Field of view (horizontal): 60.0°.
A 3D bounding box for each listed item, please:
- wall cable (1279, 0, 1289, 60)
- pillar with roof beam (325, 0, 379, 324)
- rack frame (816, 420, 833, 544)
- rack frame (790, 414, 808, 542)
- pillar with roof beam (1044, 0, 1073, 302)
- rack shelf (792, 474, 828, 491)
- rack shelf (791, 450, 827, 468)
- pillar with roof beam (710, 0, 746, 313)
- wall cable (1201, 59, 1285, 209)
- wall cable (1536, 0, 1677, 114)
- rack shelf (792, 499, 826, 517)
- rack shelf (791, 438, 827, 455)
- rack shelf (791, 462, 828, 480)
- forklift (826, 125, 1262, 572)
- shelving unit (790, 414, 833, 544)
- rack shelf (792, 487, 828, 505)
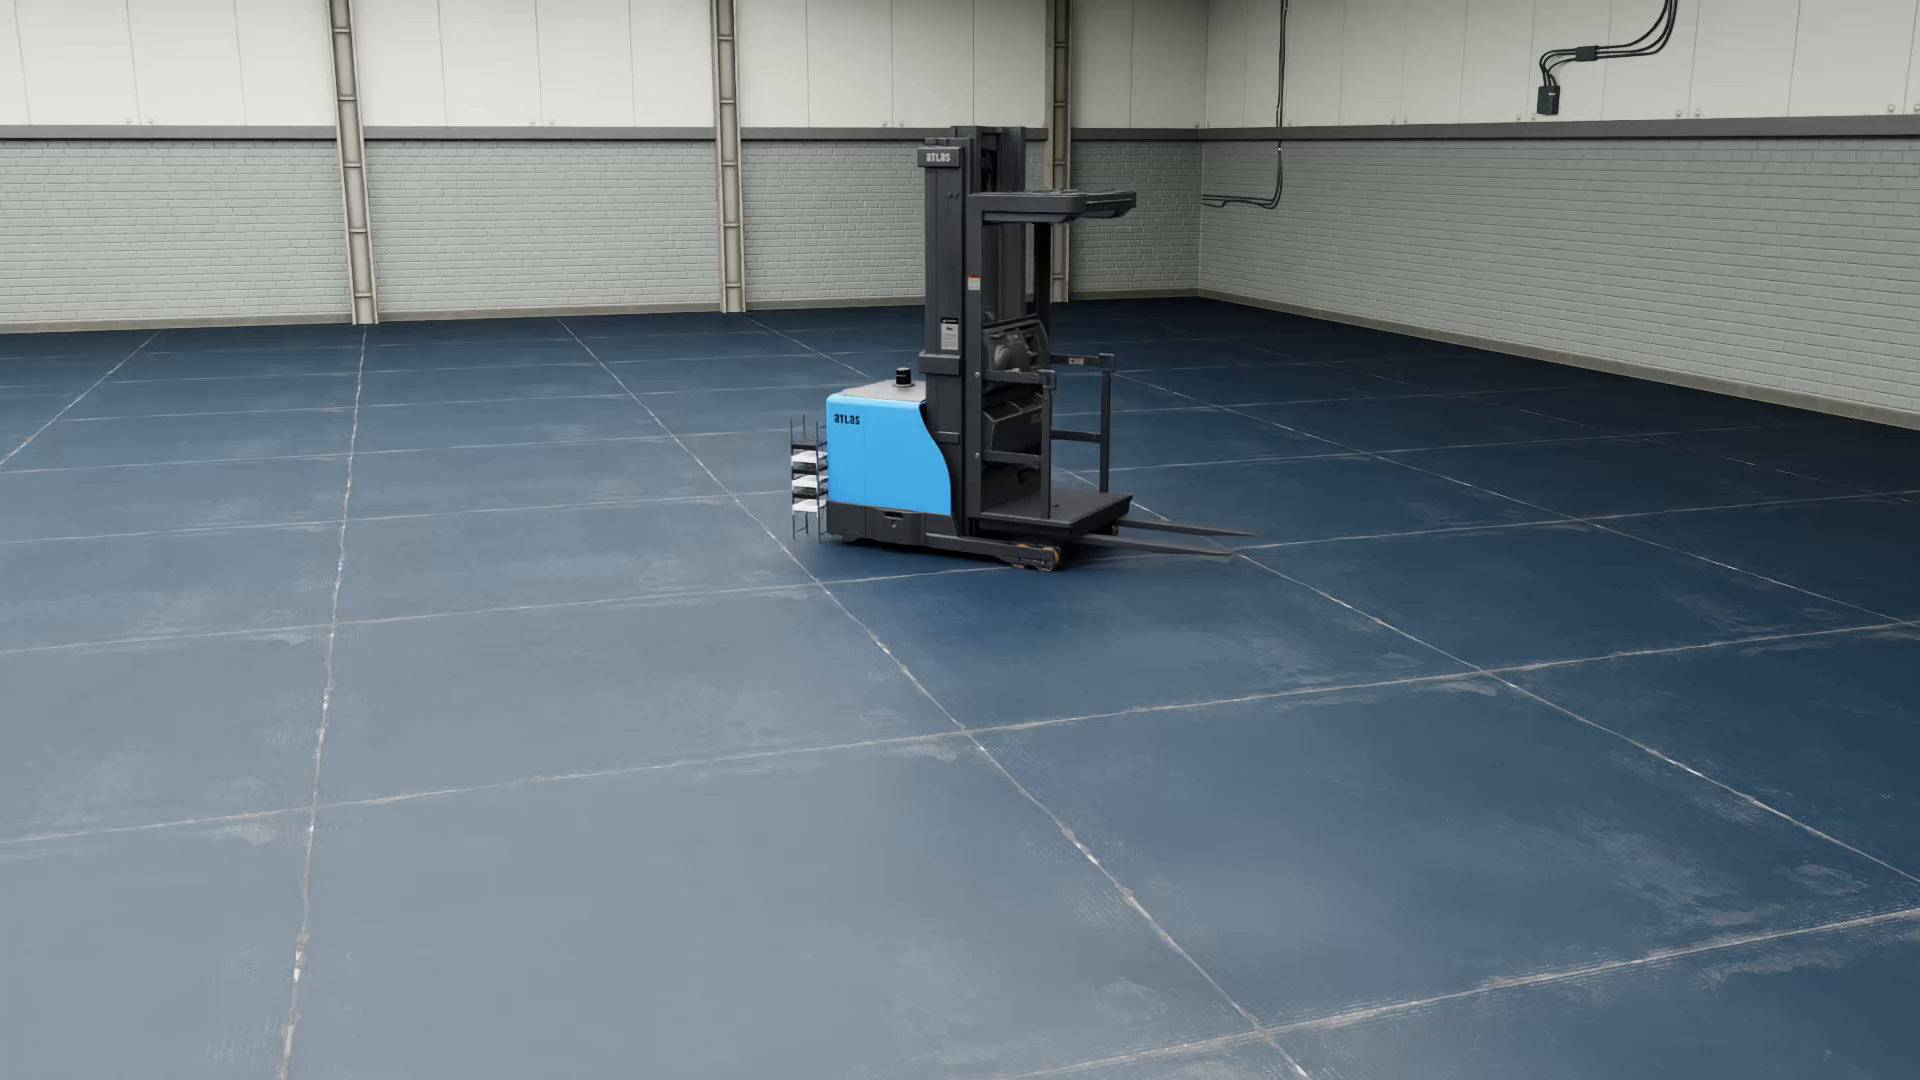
[{"bbox_3d":[5.834,-9.056,26.563,0.112,2.526,3.097,-4,14,-18],"label":"wall cable"},{"bbox_3d":[-8.243,-6.945,21.895,0.400,9.000,9.100,-4,14,-18],"label":"pillar with roof beam"},{"bbox_3d":[-0.980,-0.435,12.026,0.006,0.900,0.240,5,14,20],"label":"rack frame"},{"bbox_3d":[-1.171,-0.451,12.096,0.006,0.900,0.240,5,14,20],"label":"rack frame"},{"bbox_3d":[3.131,-7.831,25.619,0.400,9.000,9.100,-4,14,-18],"label":"pillar with roof beam"},{"bbox_3d":[-1.076,-0.411,12.069,0.200,0.077,0.258,5,14,20],"label":"rack shelf"},{"bbox_3d":[-1.076,-0.586,12.027,0.200,0.077,0.258,5,14,20],"label":"rack shelf"},{"bbox_3d":[-2.556,-7.388,23.757,0.400,9.000,9.100,-4,14,-18],"label":"pillar with roof beam"},{"bbox_3d":[4.971,-7.192,29.642,0.112,2.526,3.097,-4,14,-18],"label":"wall cable"},{"bbox_3d":[7.984,-8.274,20.131,0.169,6.003,2.305,-4,14,-18],"label":"wall cable"},{"bbox_3d":[-1.075,-0.236,12.110,0.200,0.077,0.258,5,14,20],"label":"rack shelf"},{"bbox_3d":[-1.076,-0.674,12.006,0.200,0.077,0.258,5,14,20],"label":"rack shelf"},{"bbox_3d":[-1.076,-0.498,12.048,0.200,0.077,0.258,5,14,20],"label":"rack shelf"},{"bbox_3d":[0.575,-1.350,11.484,3.031,2.935,1.130,7,15,27],"label":"forklift"},{"bbox_3d":[-1.076,-0.443,12.061,0.210,0.900,0.258,5,14,20],"label":"shelving unit"},{"bbox_3d":[-1.075,-0.323,12.090,0.200,0.077,0.258,5,14,20],"label":"rack shelf"}]
